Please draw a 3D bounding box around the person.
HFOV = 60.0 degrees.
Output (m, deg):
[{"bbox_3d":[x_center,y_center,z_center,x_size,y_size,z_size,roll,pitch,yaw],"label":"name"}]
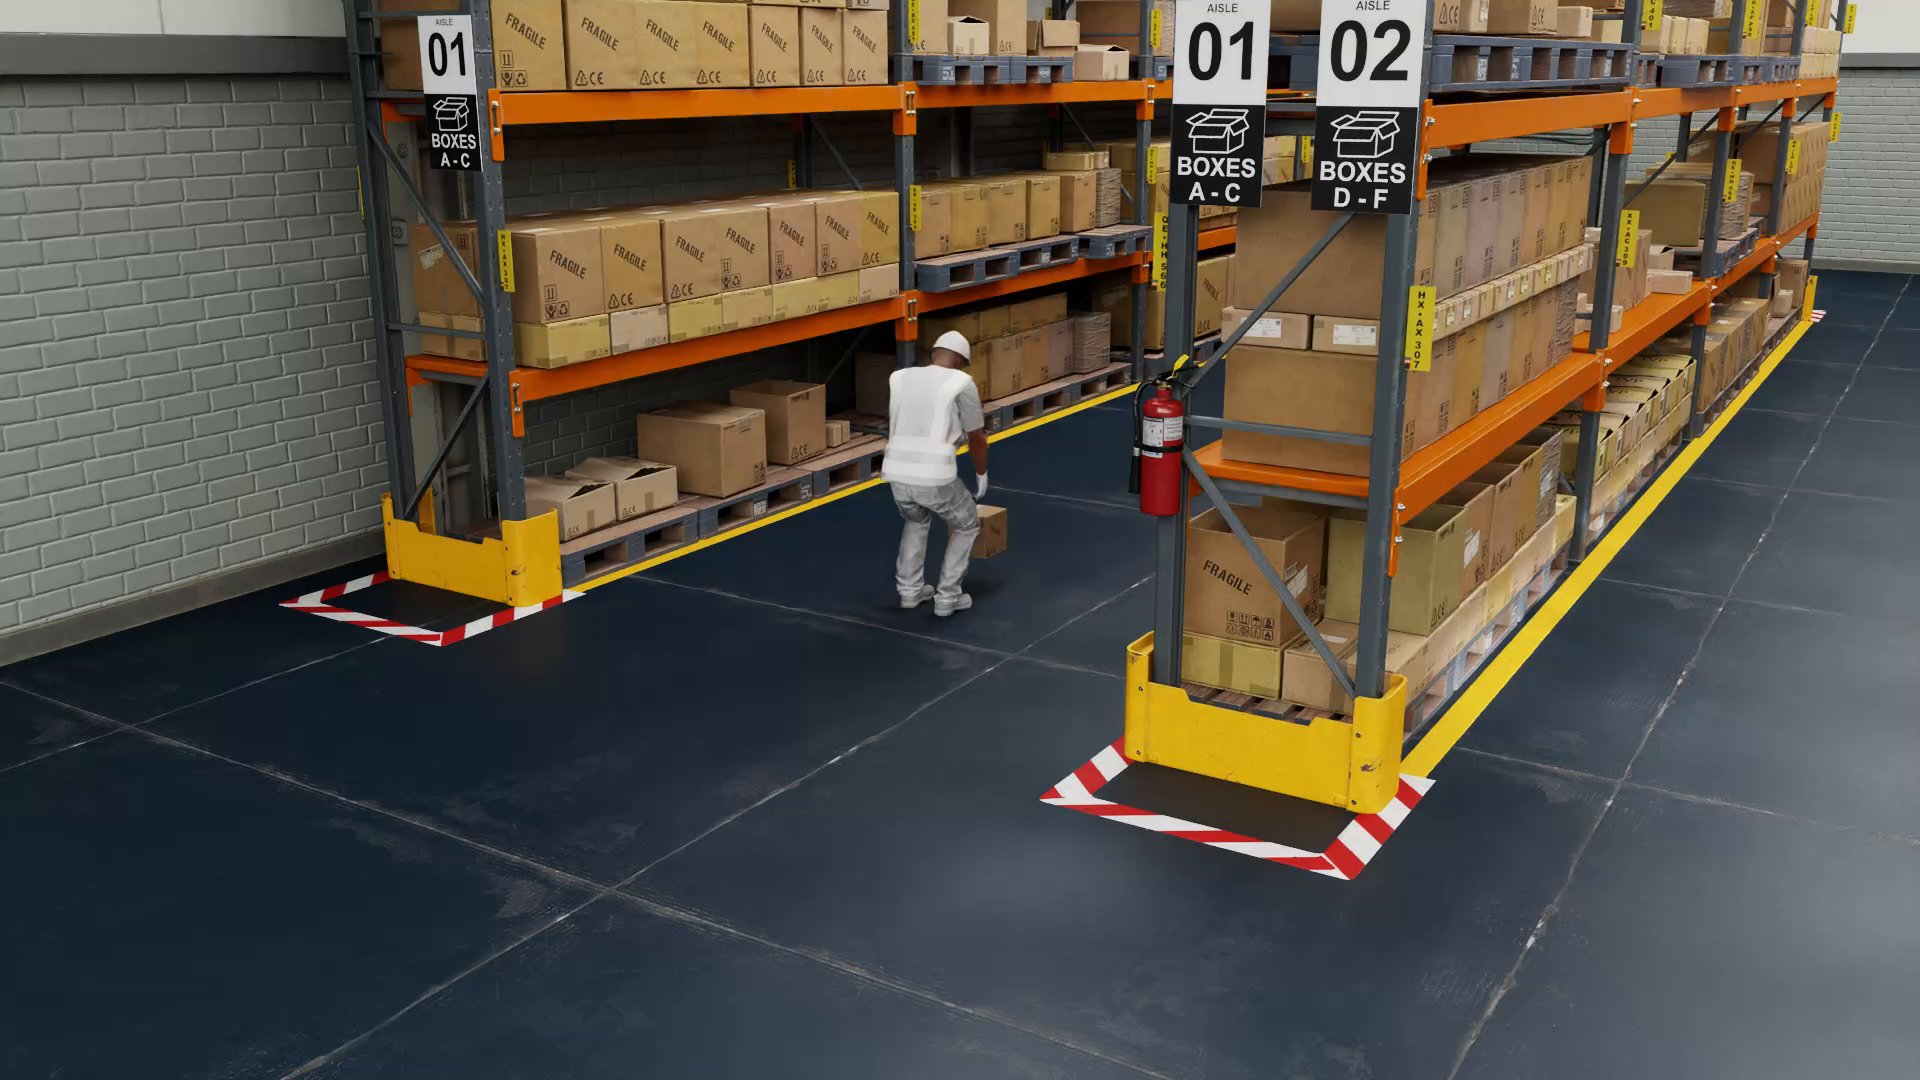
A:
[{"bbox_3d":[-0.160,-0.362,9.276,0.610,1.498,0.717,10,19,31],"label":"person"}]
